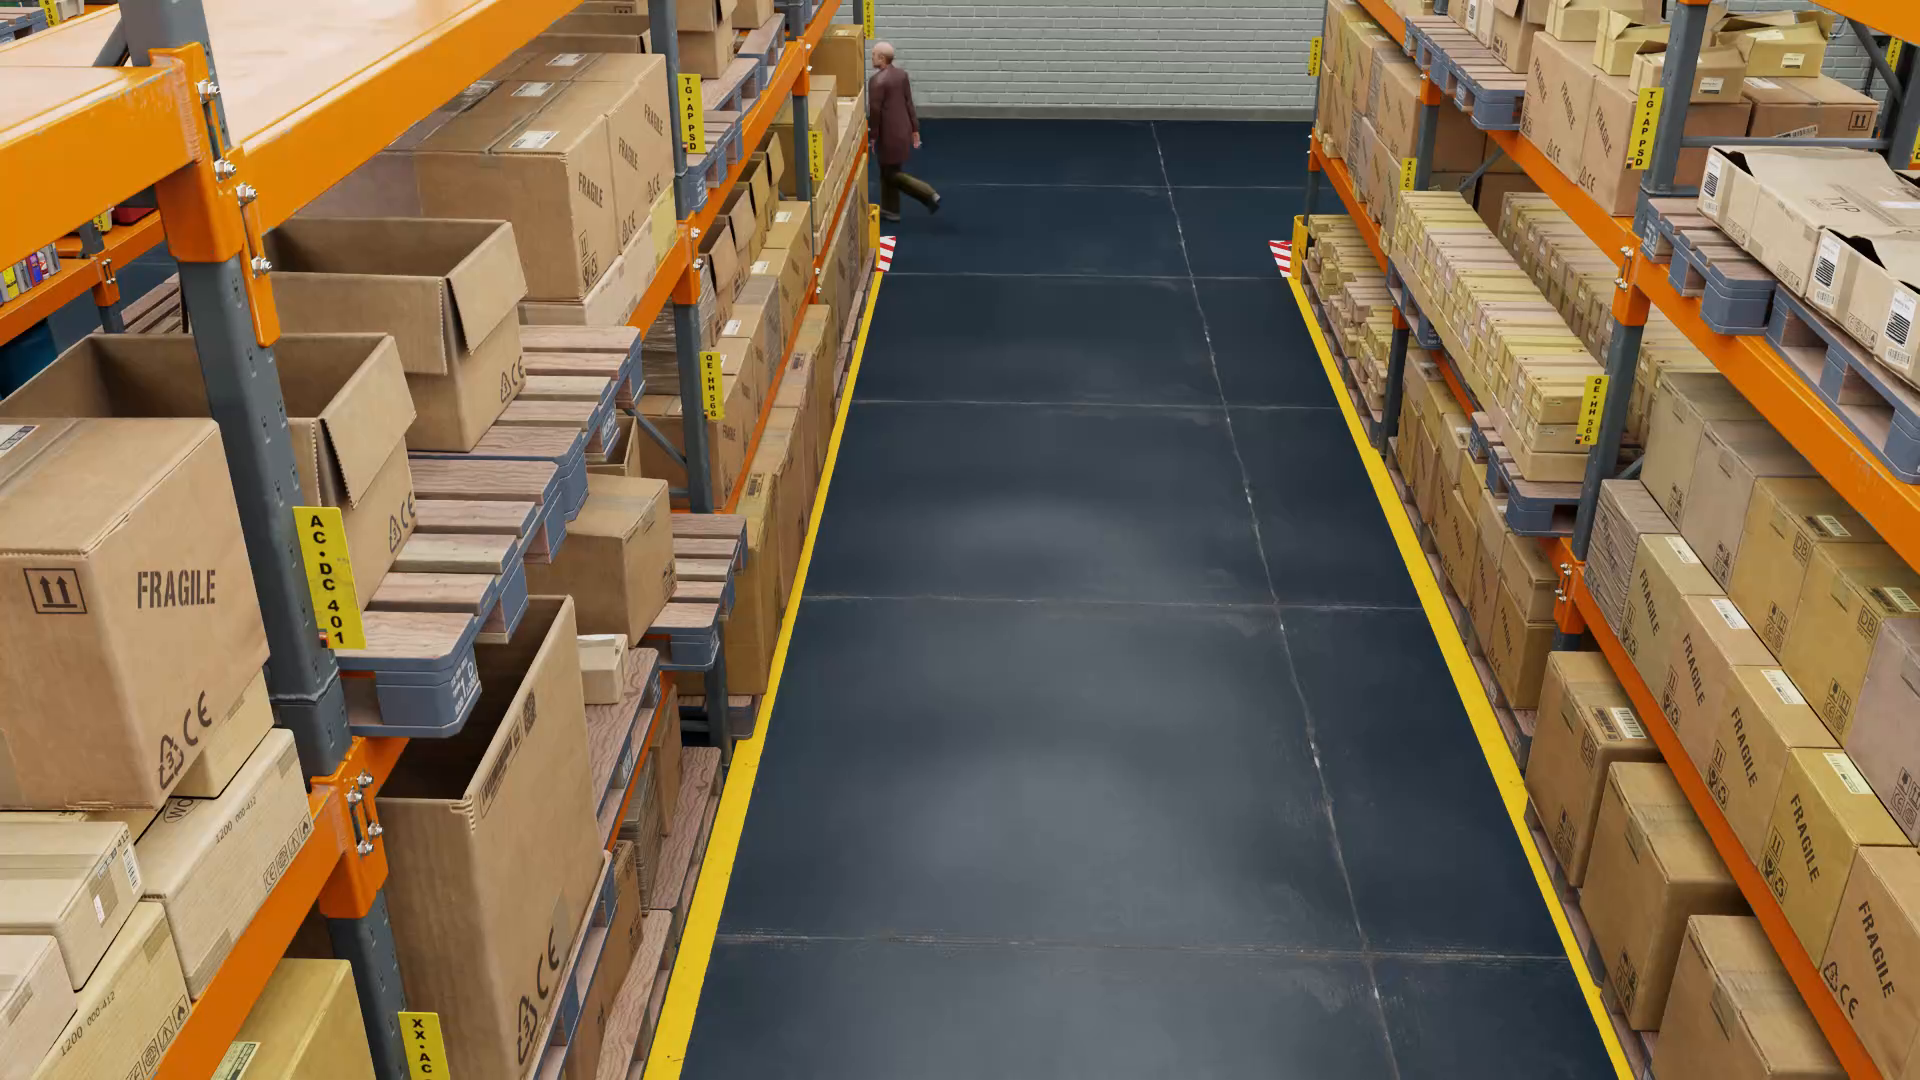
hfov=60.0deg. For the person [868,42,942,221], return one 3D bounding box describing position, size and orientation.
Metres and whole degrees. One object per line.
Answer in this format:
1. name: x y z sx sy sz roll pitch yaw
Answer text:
1. person: -0.593 -3.919 16.126 0.877 1.747 0.613 15 31 26
